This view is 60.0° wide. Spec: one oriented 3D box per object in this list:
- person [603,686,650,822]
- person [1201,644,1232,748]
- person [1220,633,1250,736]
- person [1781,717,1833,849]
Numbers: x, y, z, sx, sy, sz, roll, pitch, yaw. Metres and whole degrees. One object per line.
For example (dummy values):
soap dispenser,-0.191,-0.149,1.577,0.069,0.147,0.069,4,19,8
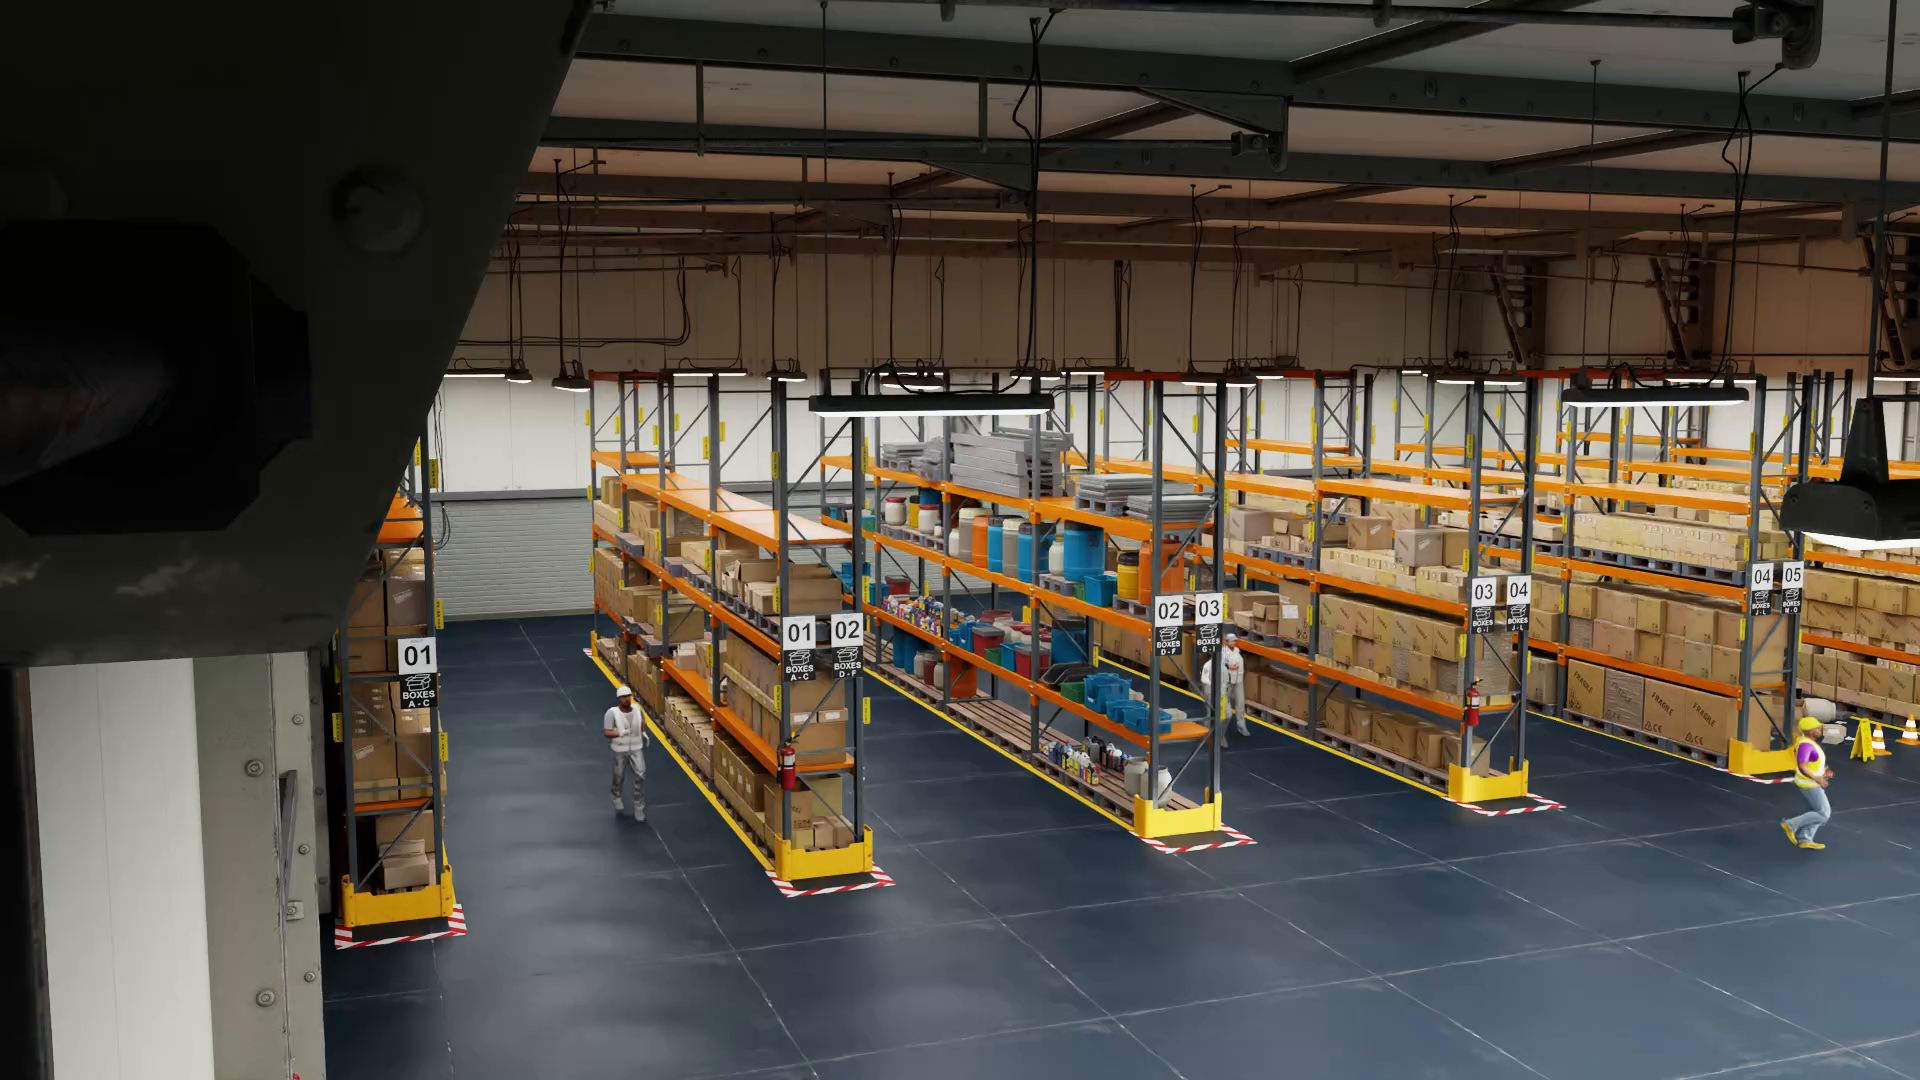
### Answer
person,-4.552,2.909,22.750,0.661,1.846,0.785,-3,7,-26
person,4.150,2.516,26.855,0.605,1.736,0.684,-3,7,-24
person,4.515,2.380,27.744,0.602,1.663,0.913,-3,7,-25
person,10.855,3.107,21.263,0.606,1.718,0.698,2,7,20
